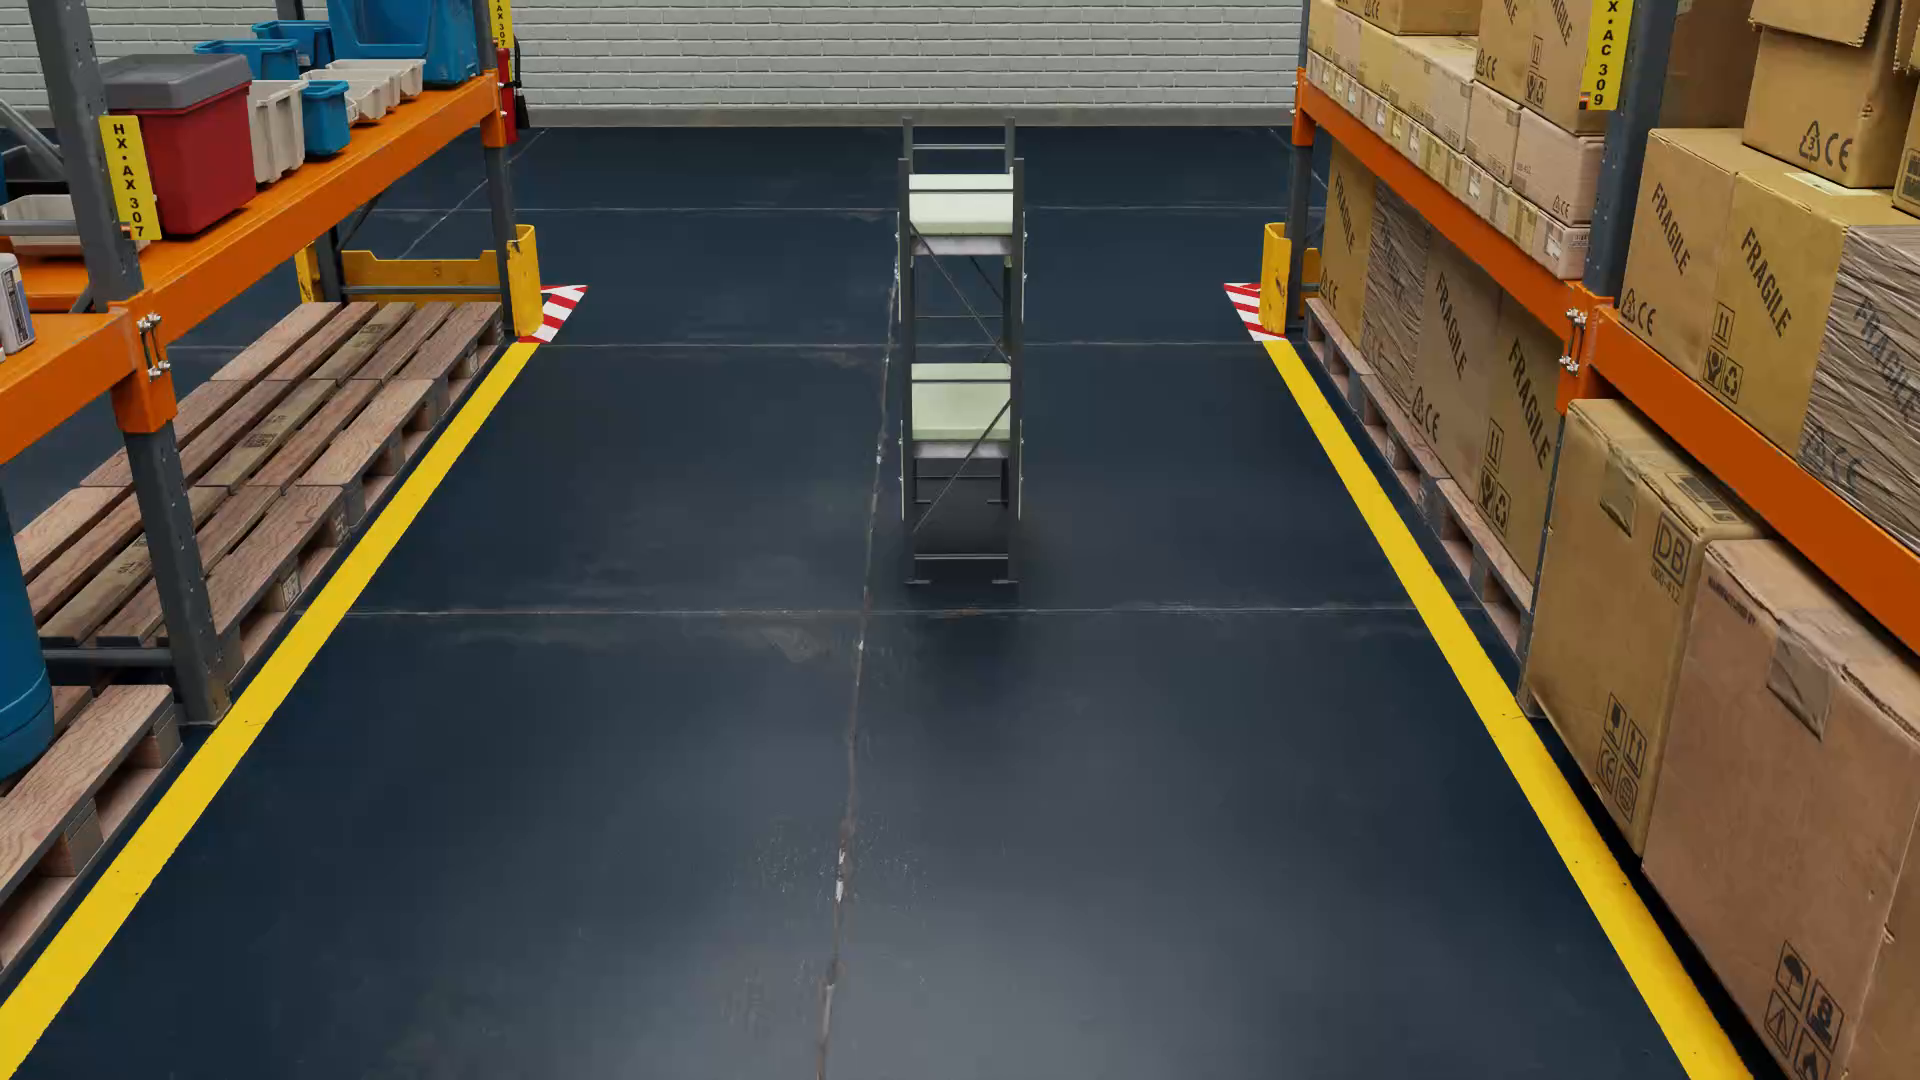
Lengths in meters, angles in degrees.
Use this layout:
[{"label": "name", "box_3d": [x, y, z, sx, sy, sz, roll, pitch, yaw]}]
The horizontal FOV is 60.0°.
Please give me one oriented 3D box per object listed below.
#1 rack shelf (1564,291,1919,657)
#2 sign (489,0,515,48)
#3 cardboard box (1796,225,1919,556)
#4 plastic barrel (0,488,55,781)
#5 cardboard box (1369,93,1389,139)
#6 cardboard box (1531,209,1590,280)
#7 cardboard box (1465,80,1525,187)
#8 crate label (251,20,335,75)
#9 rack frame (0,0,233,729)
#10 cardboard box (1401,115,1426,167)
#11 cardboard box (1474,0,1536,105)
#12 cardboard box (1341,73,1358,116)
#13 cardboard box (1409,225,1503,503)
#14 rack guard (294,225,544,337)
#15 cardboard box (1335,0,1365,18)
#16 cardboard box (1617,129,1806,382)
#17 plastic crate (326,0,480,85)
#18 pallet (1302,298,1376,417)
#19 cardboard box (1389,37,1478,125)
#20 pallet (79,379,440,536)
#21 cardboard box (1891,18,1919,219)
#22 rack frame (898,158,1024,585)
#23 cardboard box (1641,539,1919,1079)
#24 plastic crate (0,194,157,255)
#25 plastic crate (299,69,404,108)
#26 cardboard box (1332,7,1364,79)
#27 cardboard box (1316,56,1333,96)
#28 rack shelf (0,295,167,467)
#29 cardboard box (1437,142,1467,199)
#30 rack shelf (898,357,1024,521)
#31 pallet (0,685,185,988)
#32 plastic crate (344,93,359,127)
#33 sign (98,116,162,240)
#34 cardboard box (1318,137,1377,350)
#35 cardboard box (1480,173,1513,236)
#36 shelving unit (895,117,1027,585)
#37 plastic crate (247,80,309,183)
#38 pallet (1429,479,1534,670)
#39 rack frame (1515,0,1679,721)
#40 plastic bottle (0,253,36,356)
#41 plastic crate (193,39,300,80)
[{"label": "rack shelf", "box_3d": [2.241, 0.306, 2.806, 1.077, 0.370, 4.000, 0, 24, -1]}, {"label": "sign", "box_3d": [-2.228, -2.555, 8.061, 0.100, 0.325, 0.005, 0, 24, -1]}, {"label": "cardboard box", "box_3d": [1.985, -0.287, 3.123, 0.500, 0.500, 0.500, -1, 24, -2]}, {"label": "plastic barrel", "box_3d": [-2.745, 0.166, 4.280, 0.600, 0.901, 0.708, 0, 24, -1]}, {"label": "cardboard box", "box_3d": [1.865, -1.702, 6.677, 0.380, 0.149, 0.250, -1, 24, -1]}, {"label": "cardboard box", "box_3d": [1.888, -0.855, 4.806, 0.380, 0.149, 0.250, 0, 24, 0]}, {"label": "cardboard box", "box_3d": [1.943, -1.307, 5.320, 0.500, 0.250, 0.500, 0, 24, 1]}, {"label": "crate label", "box_3d": [-3.104, -2.319, 7.869, 0.416, 0.233, 0.303, 0, 24, -1]}, {"label": "rack frame", "box_3d": [-2.734, -0.823, 4.430, 1.000, 3.000, 0.127, 0, 24, -1]}, {"label": "cardboard box", "box_3d": [1.872, -1.490, 6.209, 0.380, 0.149, 0.250, 0, 24, 0]}, {"label": "cardboard box", "box_3d": [1.945, -1.649, 5.167, 0.500, 0.500, 0.500, 0, 24, 0]}, {"label": "cardboard box", "box_3d": [1.860, -1.913, 7.144, 0.380, 0.149, 0.250, -1, 24, -1]}, {"label": "cardboard box", "box_3d": [2.282, -0.712, 6.253, 0.875, 0.875, 0.875, 0, 24, -1]}, {"label": "rack guard", "box_3d": [-2.791, -1.342, 8.611, 1.175, 0.500, 0.348, 0, 24, -1]}, {"label": "cardboard box", "box_3d": [1.916, -2.498, 7.043, 0.500, 0.500, 0.500, -1, 24, -2]}, {"label": "cardboard box", "box_3d": [1.974, -0.700, 4.037, 0.500, 0.500, 0.500, 0, 24, 0]}, {"label": "plastic crate", "box_3d": [-2.587, -2.378, 7.752, 0.616, 0.435, 0.499, 0, 24, -1]}, {"label": "pallet", "box_3d": [2.262, -0.894, 7.971, 1.003, 0.211, 1.213, 0, 24, -1]}, {"label": "cardboard box", "box_3d": [1.935, -1.726, 6.247, 0.500, 0.250, 0.500, -1, 24, -2]}, {"label": "pallet", "box_3d": [-2.797, -0.360, 6.789, 1.003, 0.211, 1.213, 0, 24, -1]}, {"label": "cardboard box", "box_3d": [2.230, -0.802, 3.045, 0.797, 0.503, 0.637, 0, 24, 0]}, {"label": "rack frame", "box_3d": [0.004, -0.530, 5.601, 0.400, 1.500, 0.023, 0, 24, -1]}, {"label": "cardboard box", "box_3d": [2.256, 0.563, 3.434, 1.225, 0.875, 0.875, -1, 24, -2]}, {"label": "plastic crate", "box_3d": [-2.596, -0.923, 4.898, 0.396, 0.136, 0.243, 0, 24, -1]}, {"label": "plastic crate", "box_3d": [-2.599, -1.924, 7.111, 0.396, 0.136, 0.243, 0, 24, -1]}, {"label": "cardboard box", "box_3d": [1.923, -2.148, 7.180, 0.500, 0.250, 0.500, -1, 24, -1]}, {"label": "cardboard box", "box_3d": [1.853, -2.126, 7.615, 0.380, 0.149, 0.250, -1, 24, -1]}, {"label": "rack shelf", "box_3d": [-2.712, 0.329, 2.756, 1.077, 0.370, 4.000, 0, 24, -1]}, {"label": "cardboard box", "box_3d": [1.876, -1.279, 5.743, 0.380, 0.149, 0.250, 0, 24, 0]}, {"label": "rack shelf", "box_3d": [0.000, -0.384, 6.069, 0.431, 0.370, 0.720, 0, 24, -1]}, {"label": "pallet", "box_3d": [-2.767, 0.765, 4.301, 1.003, 0.211, 1.213, 0, 24, -1]}, {"label": "plastic crate", "box_3d": [-2.550, -1.687, 6.588, 0.298, 0.136, 0.250, 0, 24, -1]}, {"label": "sign", "box_3d": [-2.184, -0.951, 4.377, 0.100, 0.325, 0.005, 0, 24, -1]}, {"label": "cardboard box", "box_3d": [2.262, -1.454, 7.893, 0.875, 0.875, 0.875, 0, 24, -1]}, {"label": "cardboard box", "box_3d": [1.882, -1.067, 5.274, 0.380, 0.149, 0.250, -1, 24, -1]}, {"label": "shelving unit", "box_3d": [0.000, -0.681, 5.935, 0.431, 1.500, 0.755, 0, 24, -1]}, {"label": "plastic crate", "box_3d": [-2.566, -1.427, 5.835, 0.437, 0.282, 0.530, 0, 24, -1]}, {"label": "pallet", "box_3d": [2.289, 0.111, 5.748, 1.003, 0.211, 1.213, 0, 24, -1]}, {"label": "rack frame", "box_3d": [2.219, -0.846, 4.479, 1.000, 3.000, 0.127, 0, 24, -1]}, {"label": "plastic bottle", "box_3d": [-2.406, -0.606, 4.100, 0.152, 0.276, 0.135, 0, 24, -1]}, {"label": "plastic crate", "box_3d": [-3.097, -2.048, 7.269, 0.416, 0.233, 0.300, 0, 24, -1]}]
